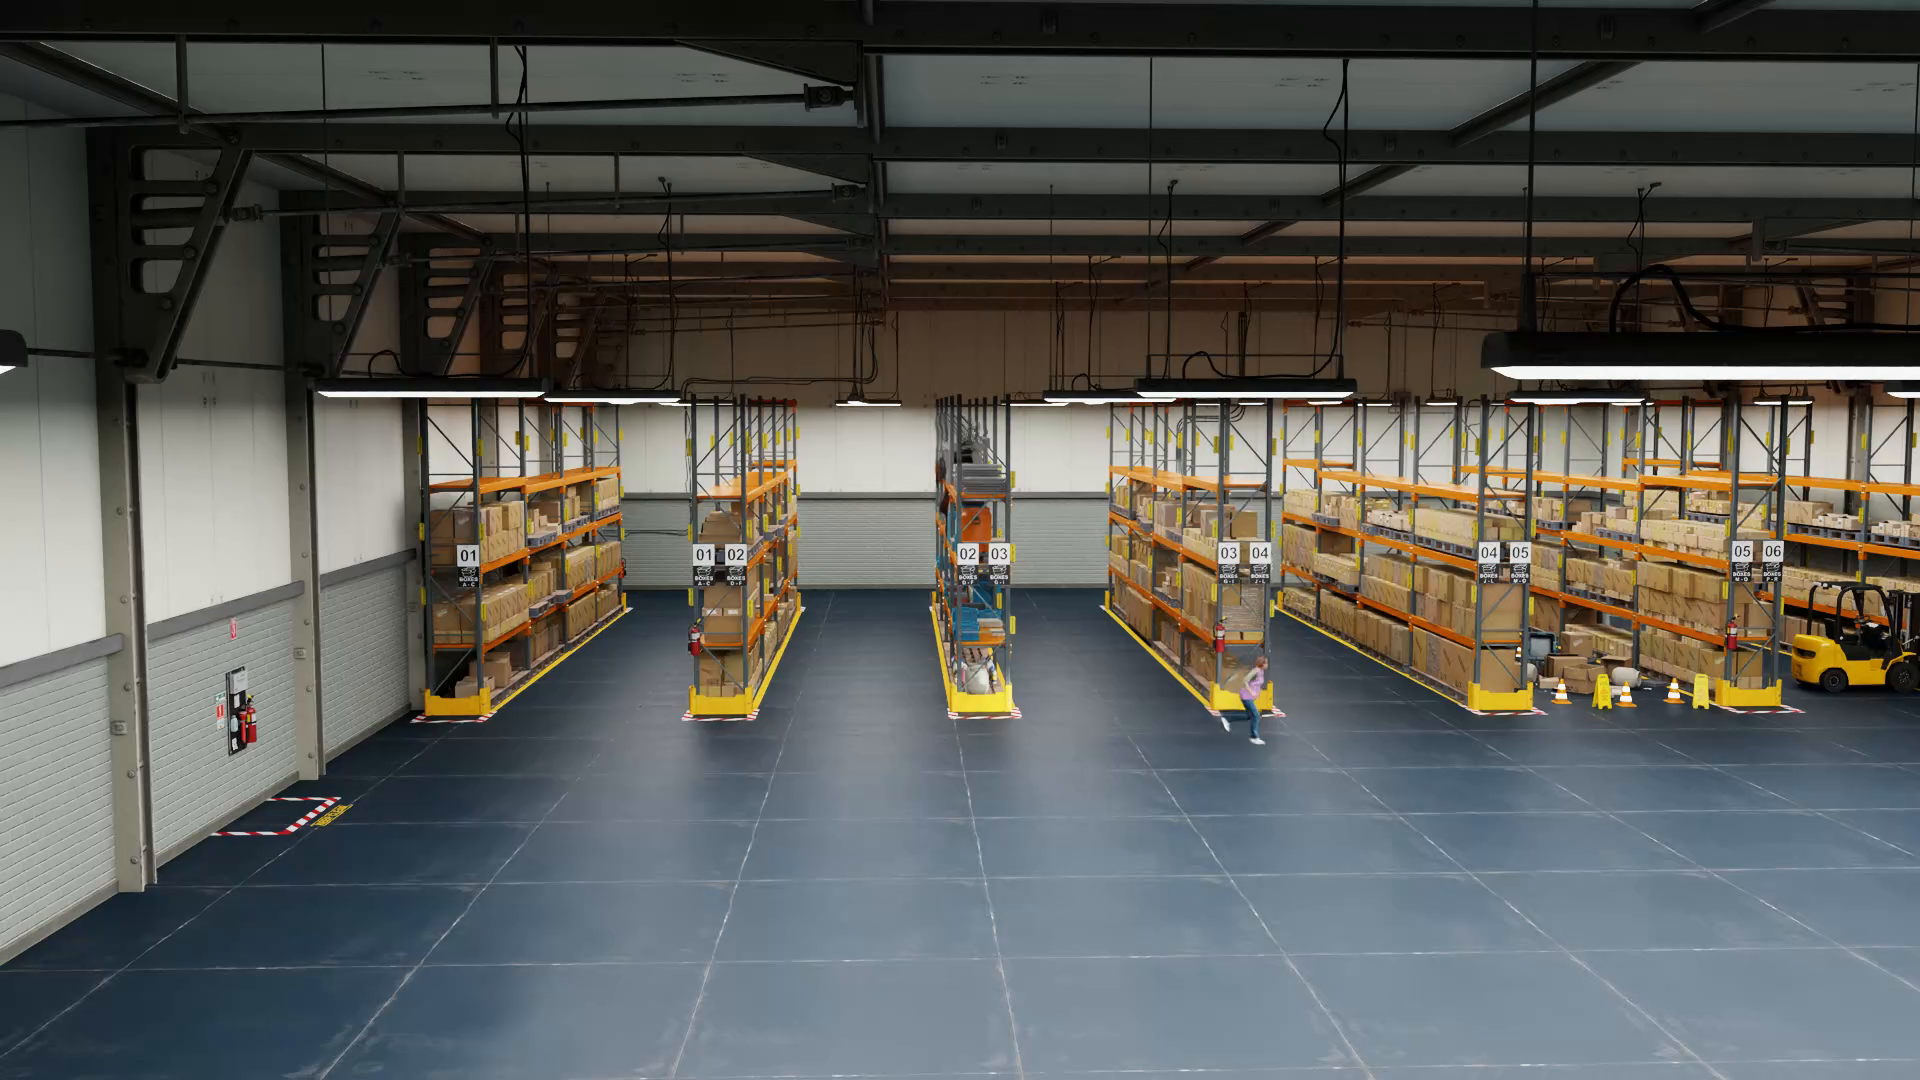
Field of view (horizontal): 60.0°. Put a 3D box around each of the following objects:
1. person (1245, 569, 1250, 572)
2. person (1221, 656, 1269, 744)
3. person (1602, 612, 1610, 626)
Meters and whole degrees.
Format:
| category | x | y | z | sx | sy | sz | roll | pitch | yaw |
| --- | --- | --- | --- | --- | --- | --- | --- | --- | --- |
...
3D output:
| category | x | y | z | sx | sy | sz | roll | pitch | yaw |
| --- | --- | --- | --- | --- | --- | --- | --- | --- | --- |
| person | 8.141 | 1.113 | 48.290 | 0.579 | 1.610 | 0.676 | -3 | 5 | -31 |
| person | 4.876 | 2.737 | 28.533 | 0.833 | 1.546 | 0.541 | 3 | 5 | 31 |
| person | 16.525 | 1.484 | 42.773 | 0.668 | 1.855 | 0.862 | -1 | 5 | -7 |
